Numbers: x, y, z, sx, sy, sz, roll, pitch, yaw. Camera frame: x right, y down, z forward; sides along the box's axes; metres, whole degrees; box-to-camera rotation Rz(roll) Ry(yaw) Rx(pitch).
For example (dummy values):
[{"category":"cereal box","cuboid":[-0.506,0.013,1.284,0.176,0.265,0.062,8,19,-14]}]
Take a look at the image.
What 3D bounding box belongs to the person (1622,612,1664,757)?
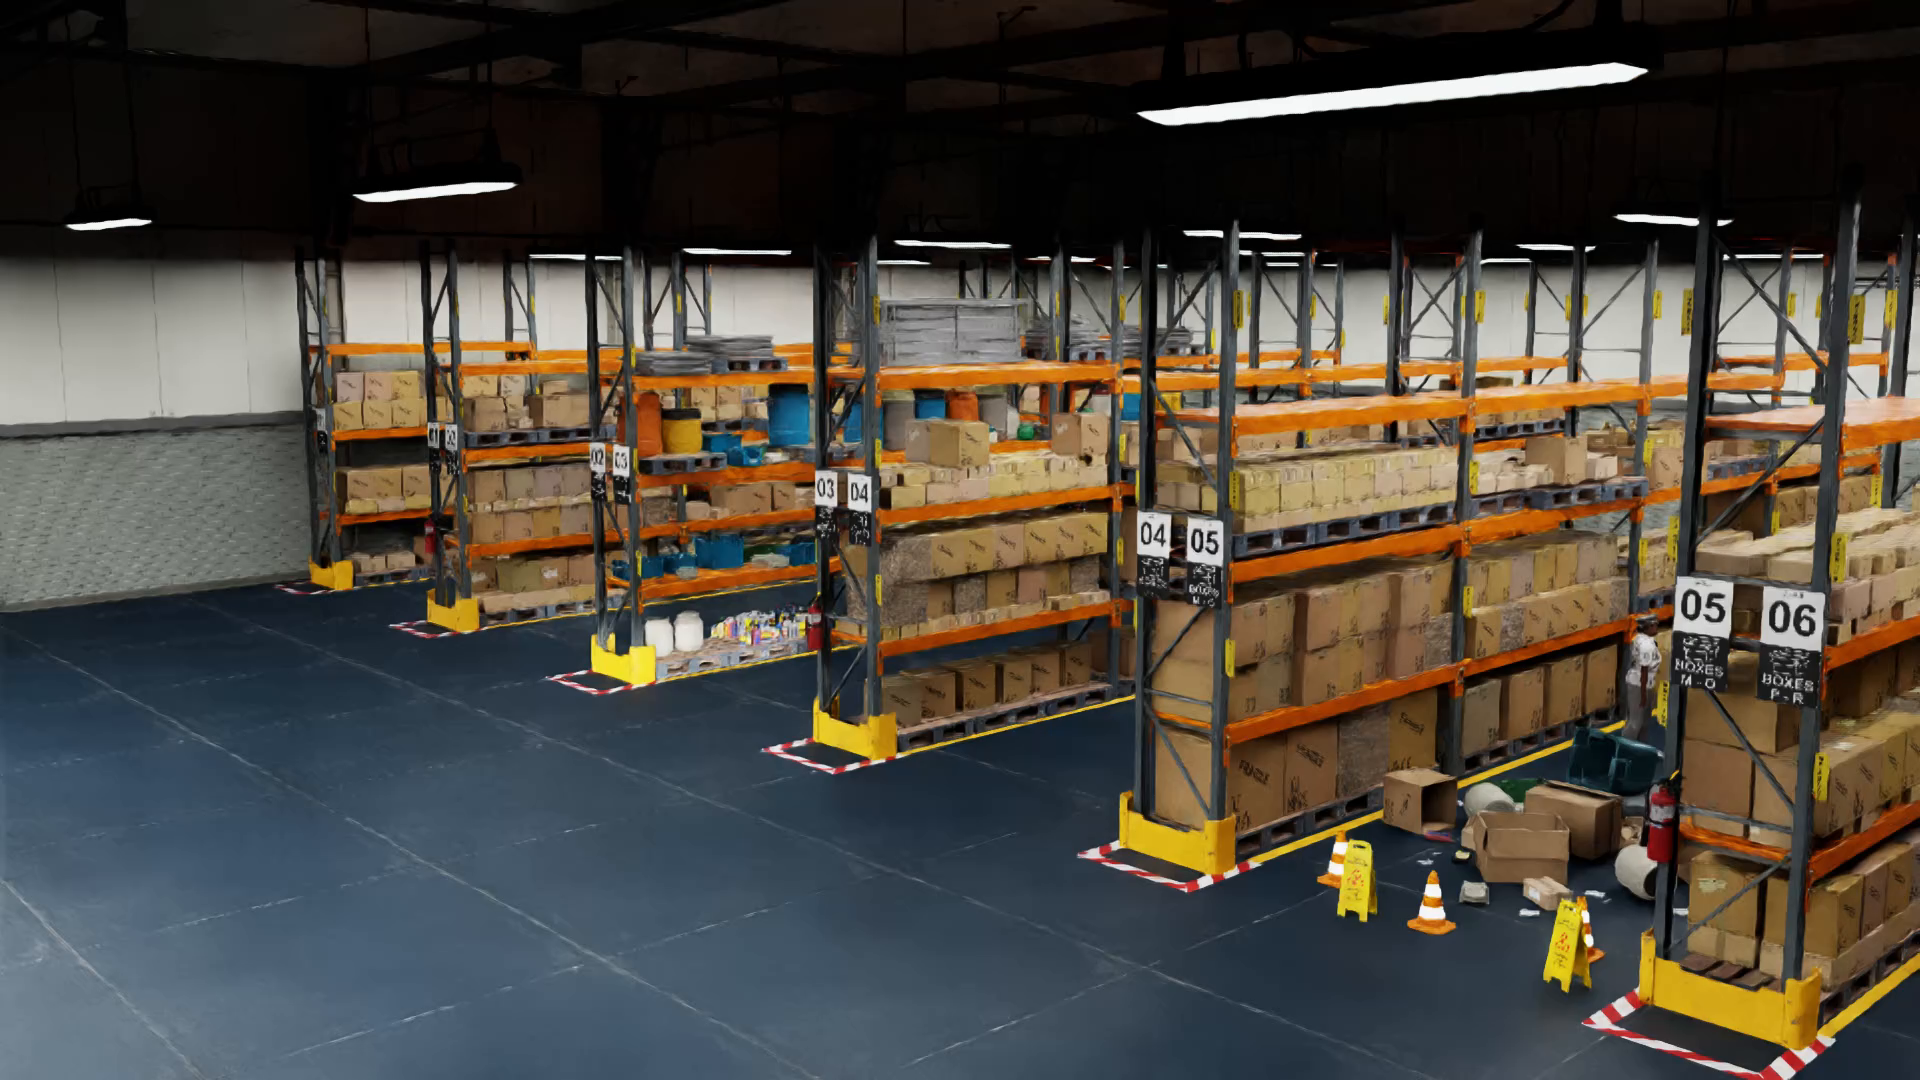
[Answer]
[{"category":"person","cuboid":[7.632,1.630,18.479,0.488,1.680,0.616,3,9,19]}]
